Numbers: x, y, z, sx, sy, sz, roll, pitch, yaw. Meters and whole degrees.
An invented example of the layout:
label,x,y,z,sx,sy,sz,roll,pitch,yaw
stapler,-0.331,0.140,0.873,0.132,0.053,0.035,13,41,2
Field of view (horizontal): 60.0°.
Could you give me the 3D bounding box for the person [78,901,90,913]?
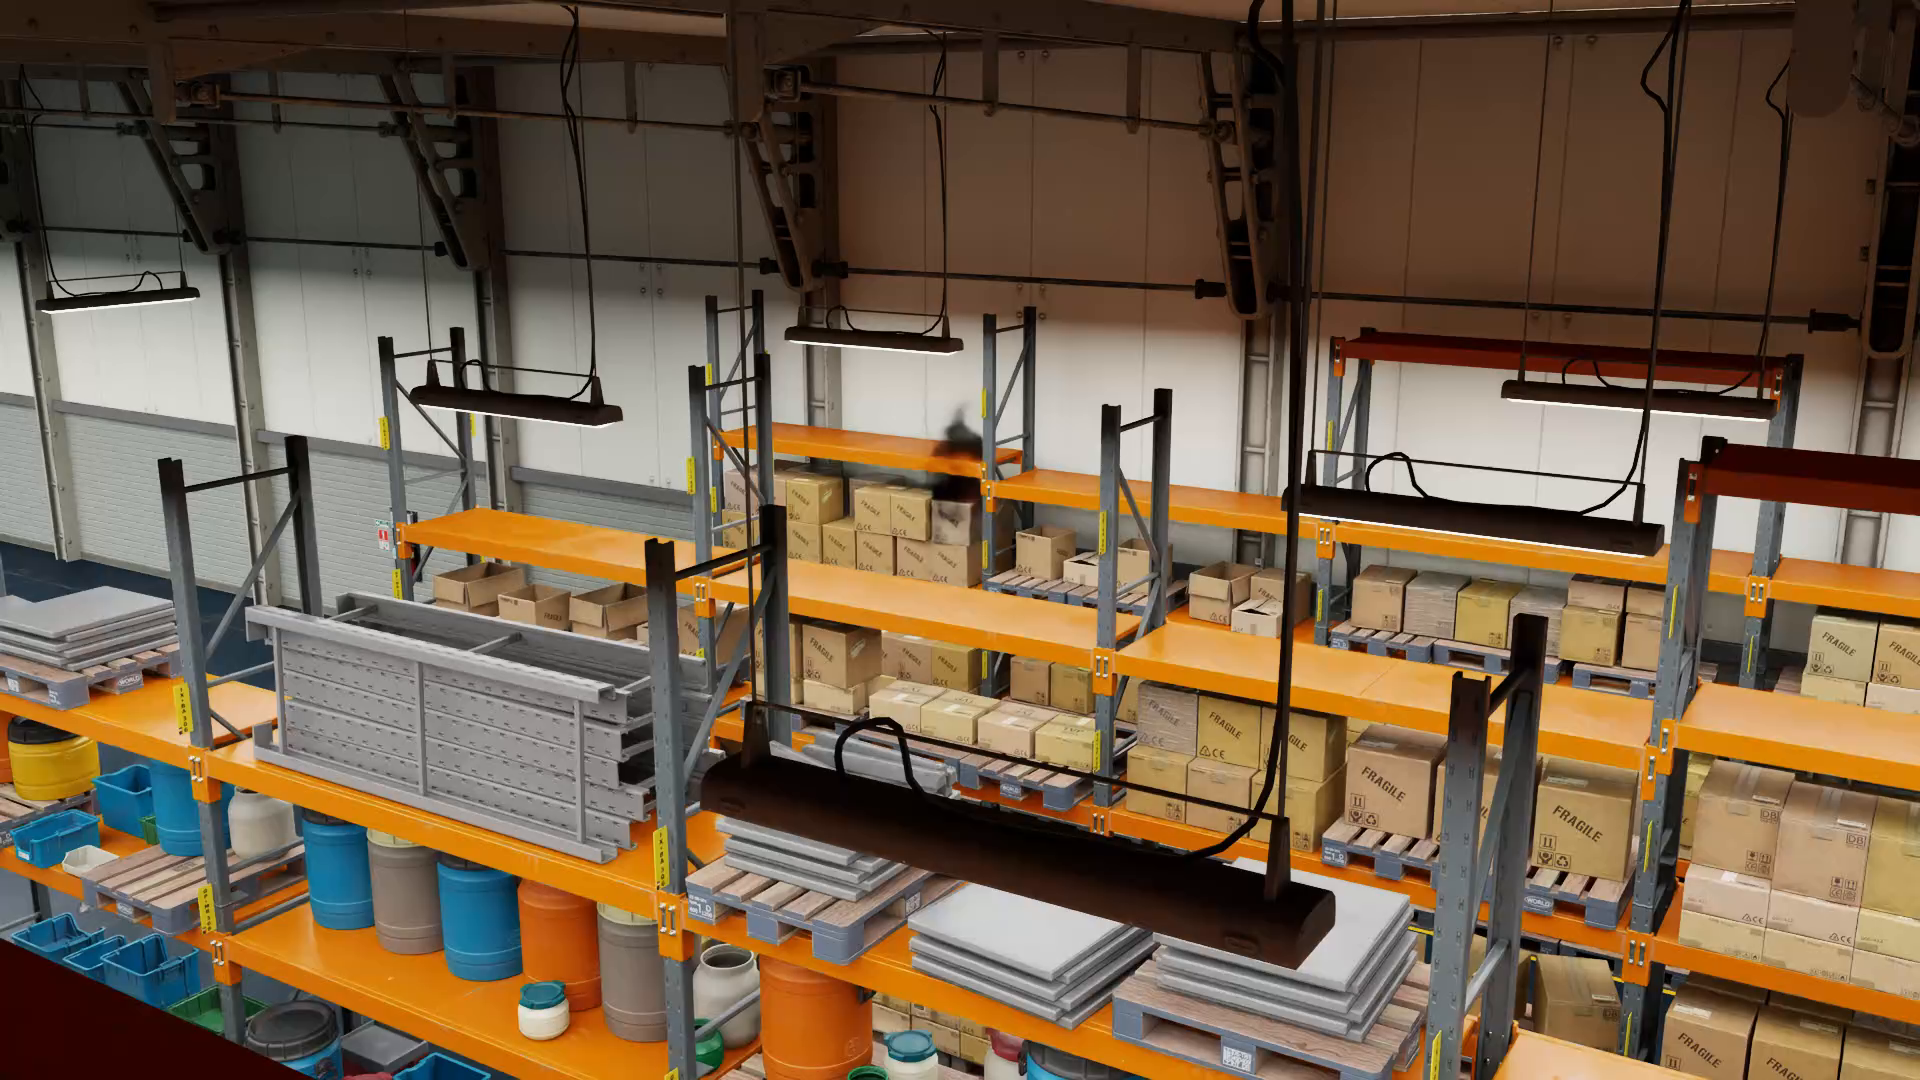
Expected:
label,x,y,z,sx,sy,sz,roll,pitch,yaw
person,-9.136,3.087,17.349,0.652,1.653,0.556,-7,15,-26
